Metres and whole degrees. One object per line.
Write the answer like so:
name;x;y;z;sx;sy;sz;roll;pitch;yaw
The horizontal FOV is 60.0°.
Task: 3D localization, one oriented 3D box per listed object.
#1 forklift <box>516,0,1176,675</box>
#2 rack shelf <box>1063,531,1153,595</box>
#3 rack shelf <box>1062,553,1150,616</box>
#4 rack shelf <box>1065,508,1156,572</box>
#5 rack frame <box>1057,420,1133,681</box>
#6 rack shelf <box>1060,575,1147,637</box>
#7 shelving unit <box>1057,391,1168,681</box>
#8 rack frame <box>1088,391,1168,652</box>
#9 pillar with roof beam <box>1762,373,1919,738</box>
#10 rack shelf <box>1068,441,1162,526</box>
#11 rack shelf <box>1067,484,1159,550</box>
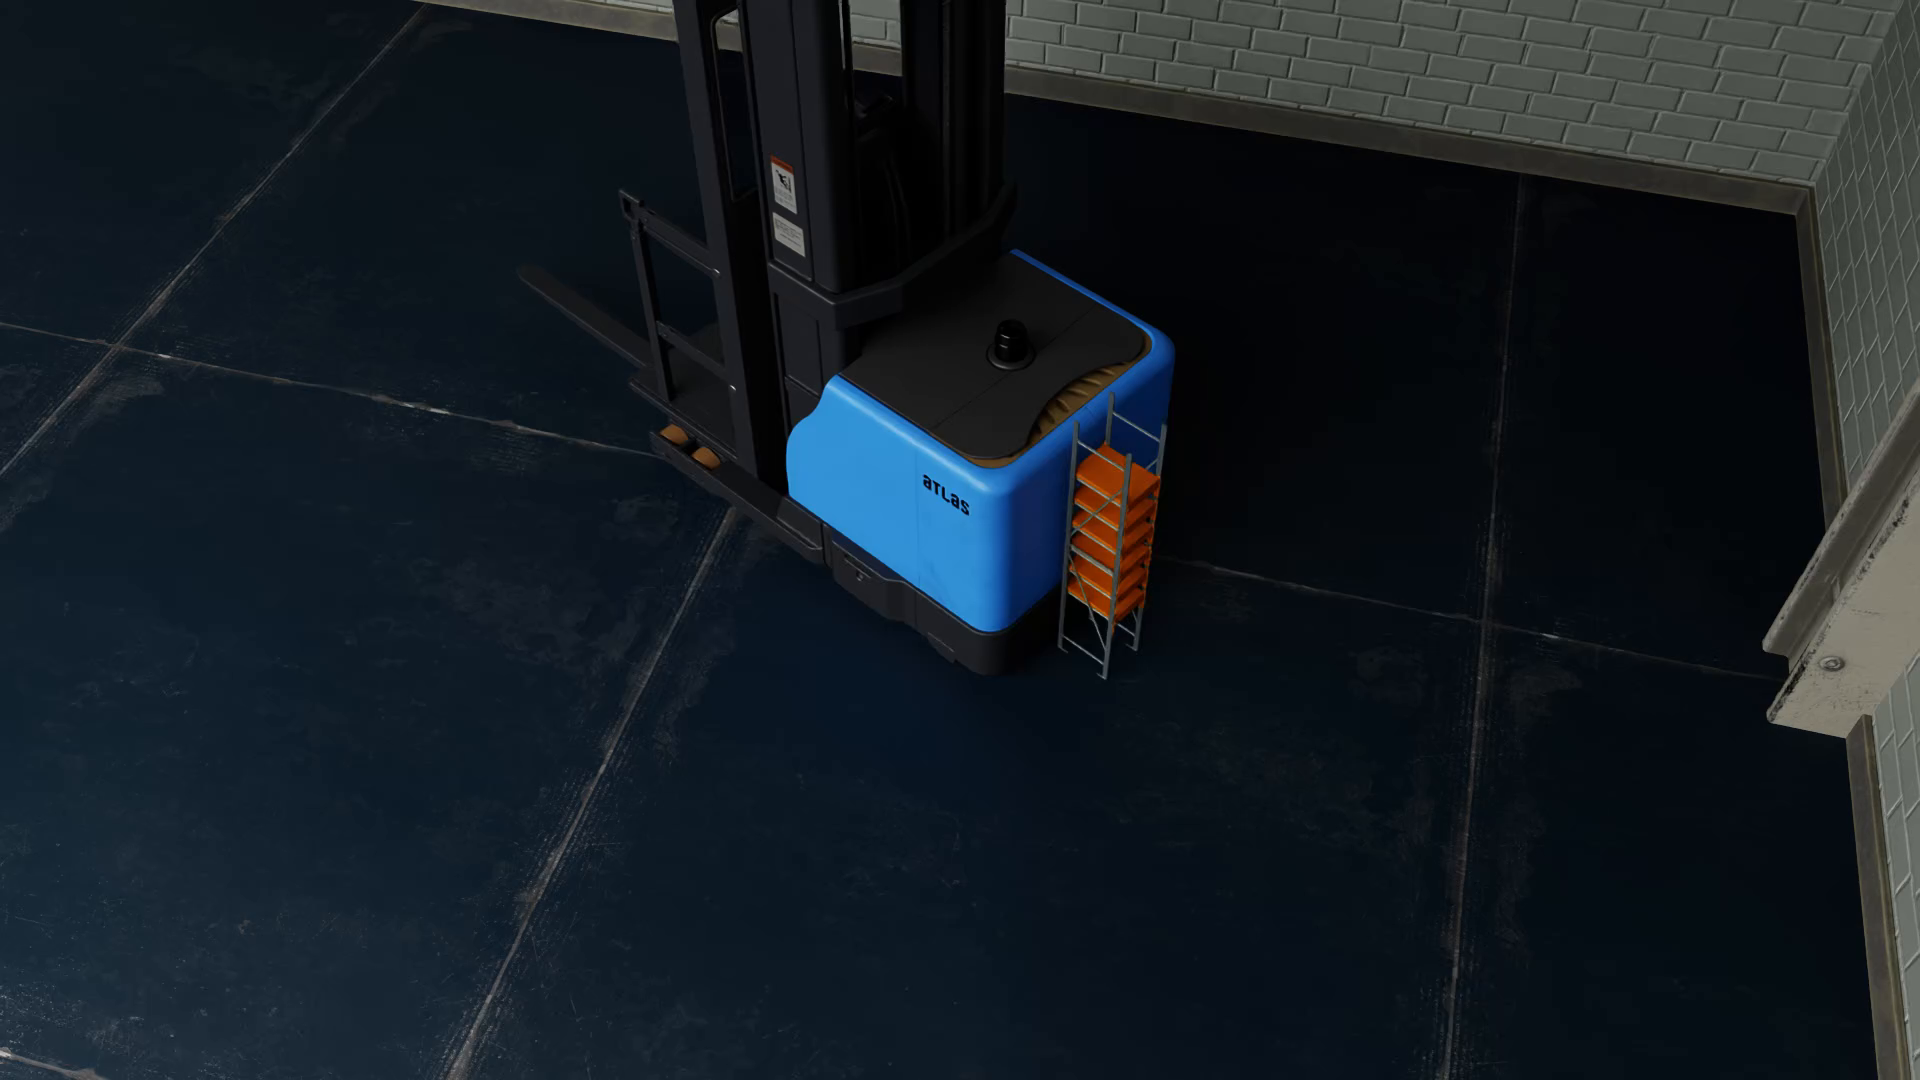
forklift;-0.646;-1.446;5.990;3.031;2.935;1.130;35;57;27
rack shelf;0.522;0.046;5.887;0.258;0.103;0.180;35;57;26
rack shelf;0.522;0.125;5.977;0.258;0.103;0.180;35;57;26
rack shelf;0.522;-0.033;5.797;0.258;0.103;0.180;35;57;26
rack frame;0.460;0.067;5.809;0.240;1.200;0.006;35;57;26
rack shelf;0.522;0.205;6.067;0.258;0.103;0.180;35;57;26
shelving unit;0.522;0.017;5.853;0.258;1.200;0.189;35;57;26
rack frame;0.584;-0.034;5.898;0.240;1.200;0.006;35;57;26
pillar with roof beam;-0.999;-3.275;3.557;9.100;9.000;0.400;12;50;10
rack shelf;0.523;-0.192;5.616;0.258;0.103;0.180;35;57;26
rack shelf;0.522;-0.112;5.707;0.258;0.103;0.180;35;57;26
